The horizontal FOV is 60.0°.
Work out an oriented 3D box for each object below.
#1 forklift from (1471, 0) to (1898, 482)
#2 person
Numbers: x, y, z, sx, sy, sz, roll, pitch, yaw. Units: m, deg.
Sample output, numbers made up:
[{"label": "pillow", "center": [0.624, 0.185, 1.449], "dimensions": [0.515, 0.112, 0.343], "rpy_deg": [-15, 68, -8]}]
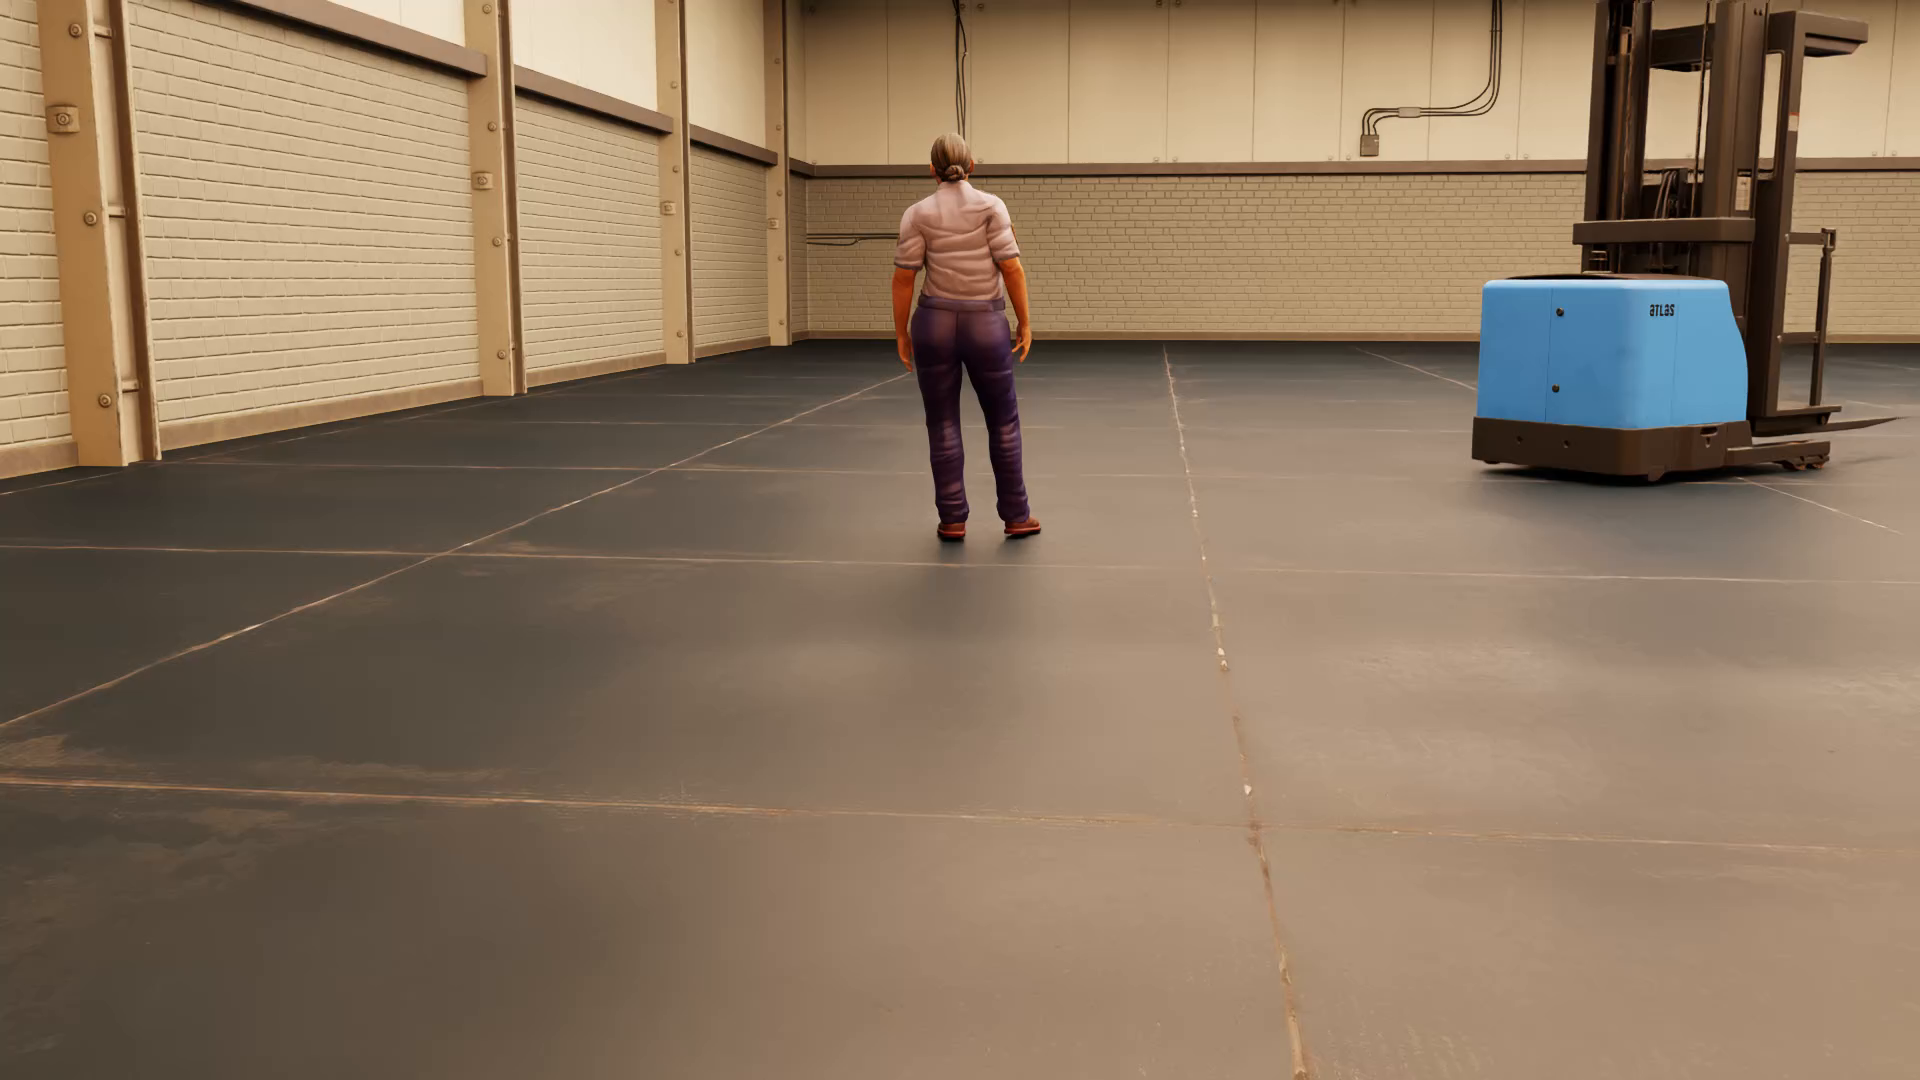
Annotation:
[{"label": "forklift", "center": [4.408, -1.902, 9.624], "dimensions": [3.031, 2.935, 1.130], "rpy_deg": [-6, 11, -33]}, {"label": "person", "center": [0.033, -0.834, 6.911], "dimensions": [0.598, 1.651, 0.502], "rpy_deg": [1, 9, 6]}]
